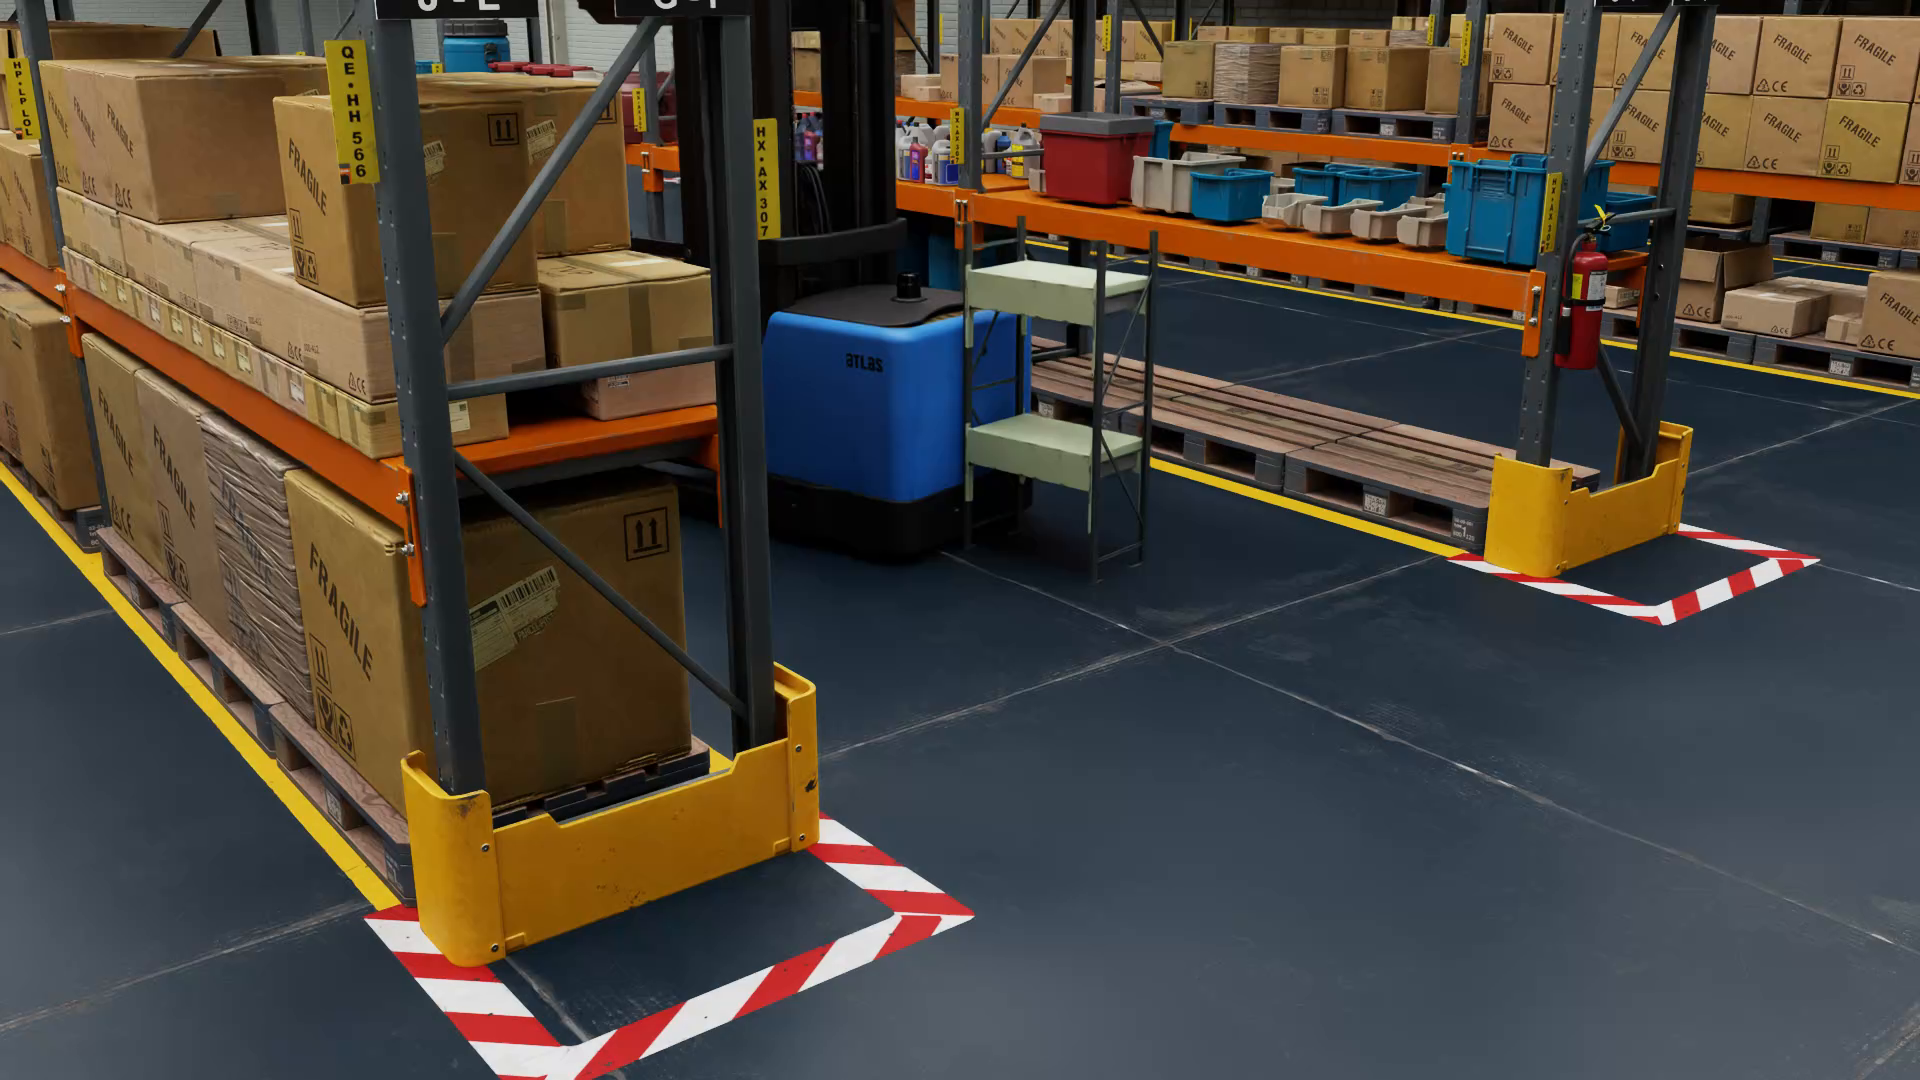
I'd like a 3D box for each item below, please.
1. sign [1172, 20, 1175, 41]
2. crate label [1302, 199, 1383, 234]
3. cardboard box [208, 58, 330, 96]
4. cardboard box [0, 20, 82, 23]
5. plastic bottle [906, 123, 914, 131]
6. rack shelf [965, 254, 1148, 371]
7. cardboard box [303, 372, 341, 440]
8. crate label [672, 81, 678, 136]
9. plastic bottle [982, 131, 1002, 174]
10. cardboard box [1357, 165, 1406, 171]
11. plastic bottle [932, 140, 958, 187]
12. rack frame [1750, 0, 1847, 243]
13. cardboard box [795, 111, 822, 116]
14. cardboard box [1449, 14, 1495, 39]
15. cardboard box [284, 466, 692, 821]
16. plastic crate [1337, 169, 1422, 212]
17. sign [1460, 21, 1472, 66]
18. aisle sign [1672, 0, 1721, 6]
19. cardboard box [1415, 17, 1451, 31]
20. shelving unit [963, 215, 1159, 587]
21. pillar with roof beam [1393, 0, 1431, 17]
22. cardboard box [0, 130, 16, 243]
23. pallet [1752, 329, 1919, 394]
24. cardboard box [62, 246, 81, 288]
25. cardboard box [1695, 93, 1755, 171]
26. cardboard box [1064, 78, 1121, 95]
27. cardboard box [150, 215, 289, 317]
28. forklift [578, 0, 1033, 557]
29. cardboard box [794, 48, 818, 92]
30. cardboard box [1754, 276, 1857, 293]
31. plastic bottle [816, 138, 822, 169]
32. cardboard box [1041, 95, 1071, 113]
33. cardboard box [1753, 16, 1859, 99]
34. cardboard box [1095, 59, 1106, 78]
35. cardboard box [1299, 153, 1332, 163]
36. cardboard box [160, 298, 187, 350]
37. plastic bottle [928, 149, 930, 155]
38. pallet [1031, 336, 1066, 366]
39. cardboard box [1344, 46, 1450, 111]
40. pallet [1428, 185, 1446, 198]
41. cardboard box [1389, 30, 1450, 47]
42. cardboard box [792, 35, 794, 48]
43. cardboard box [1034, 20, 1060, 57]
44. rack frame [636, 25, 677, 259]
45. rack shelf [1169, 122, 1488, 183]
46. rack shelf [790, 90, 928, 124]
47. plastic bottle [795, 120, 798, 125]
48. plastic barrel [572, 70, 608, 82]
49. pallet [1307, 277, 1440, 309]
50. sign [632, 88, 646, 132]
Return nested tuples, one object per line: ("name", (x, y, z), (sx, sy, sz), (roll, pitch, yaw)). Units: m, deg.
("sign", (2.795, -6.600, 21.645), (0.100, 0.325, 0.005), (-14, 23, -36))
("crate label", (1.891, -1.613, 8.286), (0.396, 0.136, 0.243), (-14, 23, -36))
("cardboard box", (-2.663, -1.666, 6.693), (0.500, 0.500, 0.500), (-14, 23, -36))
("cardboard box", (-5.509, -2.751, 9.644), (0.797, 0.503, 0.637), (-13, 22, -34))
("plastic bottle", (-0.342, -2.838, 11.867), (0.097, 0.271, 0.097), (0, 18, 0))
("rack shelf", (0.429, -1.005, 7.270), (0.720, 0.370, 0.431), (16, 24, 39))
("cardboard box", (-1.625, -0.407, 4.720), (0.380, 0.149, 0.250), (-14, 23, -36))
("crate label", (-2.472, -3.692, 14.183), (0.502, 0.435, 0.616), (-14, 23, -36))
("plastic bottle", (0.200, -2.611, 11.174), (0.152, 0.276, 0.135), (-14, 23, -36))
("cardboard box", (3.571, -3.149, 14.684), (0.500, 0.250, 0.500), (-14, 23, -36))
("plastic bottle", (-0.082, -2.367, 10.436), (0.152, 0.276, 0.135), (-14, 23, -36))
("rack frame", (8.182, -4.325, 16.153), (1.000, 3.000, 0.127), (-14, 23, -36))
("cardboard box", (-1.951, -5.247, 21.450), (0.500, 0.500, 0.500), (-14, 23, -36))
("cardboard box", (5.796, -5.696, 18.435), (0.500, 0.250, 0.500), (-13, 23, -35))
("cardboard box", (-1.443, 0.228, 5.115), (0.875, 0.875, 0.875), (-14, 23, -36))
("plastic crate", (2.187, -1.805, 8.711), (0.416, 0.233, 0.300), (-14, 23, -36))
("sign", (3.869, -3.798, 12.719), (0.100, 0.325, 0.005), (-14, 23, -36))
("aisle sign", (3.177, -2.680, 7.050), (0.394, 0.787, 0.004), (-14, 23, -36))
("cardboard box", (5.461, -5.954, 19.182), (0.250, 0.149, 0.380), (17, 25, 41))
("shelving unit", (0.429, -0.635, 7.393), (0.755, 1.500, 0.431), (16, 24, 39))
("pillar with roof beam", (2.195, -7.808, 17.126), (9.100, 9.000, 0.400), (-14, 23, -36))
("cardboard box", (-4.603, -1.785, 8.323), (0.500, 0.500, 0.500), (-14, 23, -37))
("pallet", (6.242, -1.263, 11.341), (1.003, 0.211, 1.213), (-14, 23, -36))
("cardboard box", (-3.543, -1.168, 7.018), (0.380, 0.149, 0.250), (-14, 23, -36))
("cardboard box", (5.351, -2.852, 11.545), (0.500, 0.500, 0.500), (-14, 23, -37))
("cardboard box", (1.414, -4.559, 17.001), (0.500, 0.311, 0.500), (-14, 23, -37))
("cardboard box", (-2.449, -0.955, 5.740), (0.500, 0.250, 0.500), (-14, 23, -36))
("forklift", (-1.118, -1.670, 8.244), (3.031, 2.935, 1.130), (14, 23, 36))
("cardboard box", (-1.587, -5.738, 20.259), (0.700, 0.500, 0.500), (-14, 23, -35))
("cardboard box", (6.049, -1.711, 11.933), (0.500, 0.250, 0.500), (-14, 23, -36))
("plastic bottle", (-0.943, -2.659, 11.438), (0.097, 0.201, 0.097), (0, 18, 0))
("cardboard box", (1.043, -4.392, 16.753), (0.380, 0.149, 0.250), (-14, 23, -36))
("cardboard box", (5.653, -3.201, 11.009), (0.500, 0.500, 0.500), (-13, 22, -35))
("cardboard box", (2.056, -6.538, 23.041), (0.500, 0.250, 0.500), (-14, 23, -36))
("cardboard box", (4.651, -4.767, 20.763), (0.700, 0.500, 0.500), (-14, 23, -36))
("cardboard box", (-2.574, -0.784, 5.858), (0.380, 0.149, 0.250), (-15, 23, -38))
("plastic bottle", (-0.210, -2.399, 10.653), (0.097, 0.201, 0.097), (0, 18, 0))
("pallet", (-0.030, -1.266, 11.351), (1.003, 0.211, 1.213), (-14, 23, -36))
("cardboard box", (3.706, -3.922, 14.107), (0.700, 0.500, 0.500), (-10, 21, -28))
("pallet", (5.215, -4.180, 20.150), (1.003, 0.211, 1.213), (-14, 23, -36))
("cardboard box", (5.399, -5.681, 19.389), (0.500, 0.500, 0.700), (17, 25, 42))
("cardboard box", (-1.957, -6.087, 20.284), (0.380, 0.149, 0.250), (-13, 22, -34))
("cardboard box", (1.407, -7.148, 23.691), (0.500, 0.500, 0.500), (-15, 23, -38))
("rack frame", (-2.067, -3.377, 13.290), (1.000, 3.000, 0.127), (-14, 23, -36))
("rack shelf", (3.060, -3.509, 14.832), (1.077, 0.370, 4.000), (-14, 23, -36))
("rack shelf", (-1.907, -5.480, 20.785), (1.077, 0.370, 4.000), (-14, 23, -36))
("plastic bottle", (-1.281, -3.178, 13.004), (0.097, 0.201, 0.097), (0, 18, 0))
("plastic barrel", (-3.135, -3.746, 14.226), (0.421, 0.512, 0.421), (0, 18, 0))
("pallet", (3.767, -2.227, 14.252), (1.003, 0.211, 1.213), (-14, 23, -36))
("sign", (-2.494, -3.346, 12.935), (0.100, 0.325, 0.005), (-14, 23, -36))
